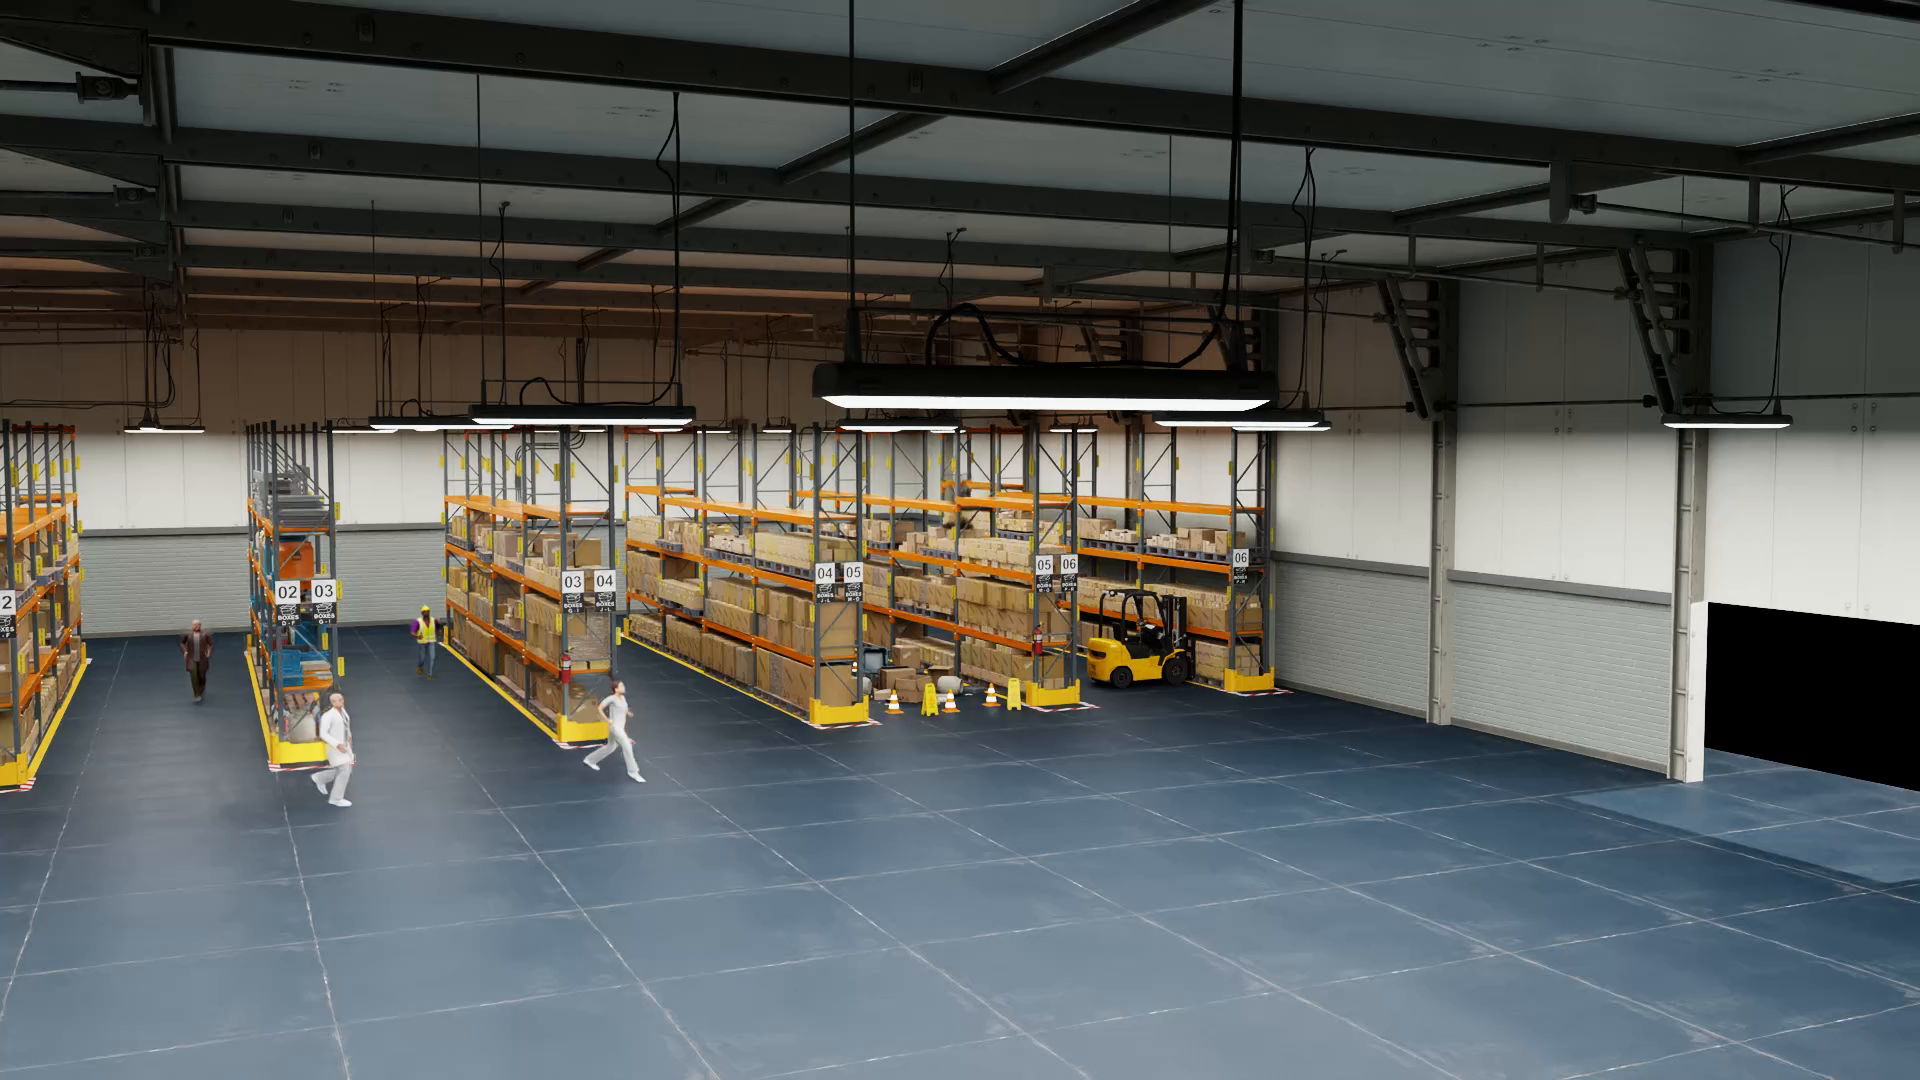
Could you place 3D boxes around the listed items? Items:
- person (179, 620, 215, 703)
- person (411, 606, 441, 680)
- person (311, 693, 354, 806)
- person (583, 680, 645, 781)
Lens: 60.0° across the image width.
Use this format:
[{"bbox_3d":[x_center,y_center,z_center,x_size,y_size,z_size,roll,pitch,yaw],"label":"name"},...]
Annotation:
[{"bbox_3d":[-16.547,2.606,36.057,0.711,1.765,0.880,-2,4,-24],"label":"person"},{"bbox_3d":[-12.534,2.417,39.089,0.714,1.733,0.791,-2,4,-30],"label":"person"},{"bbox_3d":[-9.752,3.248,25.821,0.708,1.762,0.724,1,4,8],"label":"person"},{"bbox_3d":[-5.768,3.169,27.717,1.071,1.704,0.533,0,4,6],"label":"person"}]
